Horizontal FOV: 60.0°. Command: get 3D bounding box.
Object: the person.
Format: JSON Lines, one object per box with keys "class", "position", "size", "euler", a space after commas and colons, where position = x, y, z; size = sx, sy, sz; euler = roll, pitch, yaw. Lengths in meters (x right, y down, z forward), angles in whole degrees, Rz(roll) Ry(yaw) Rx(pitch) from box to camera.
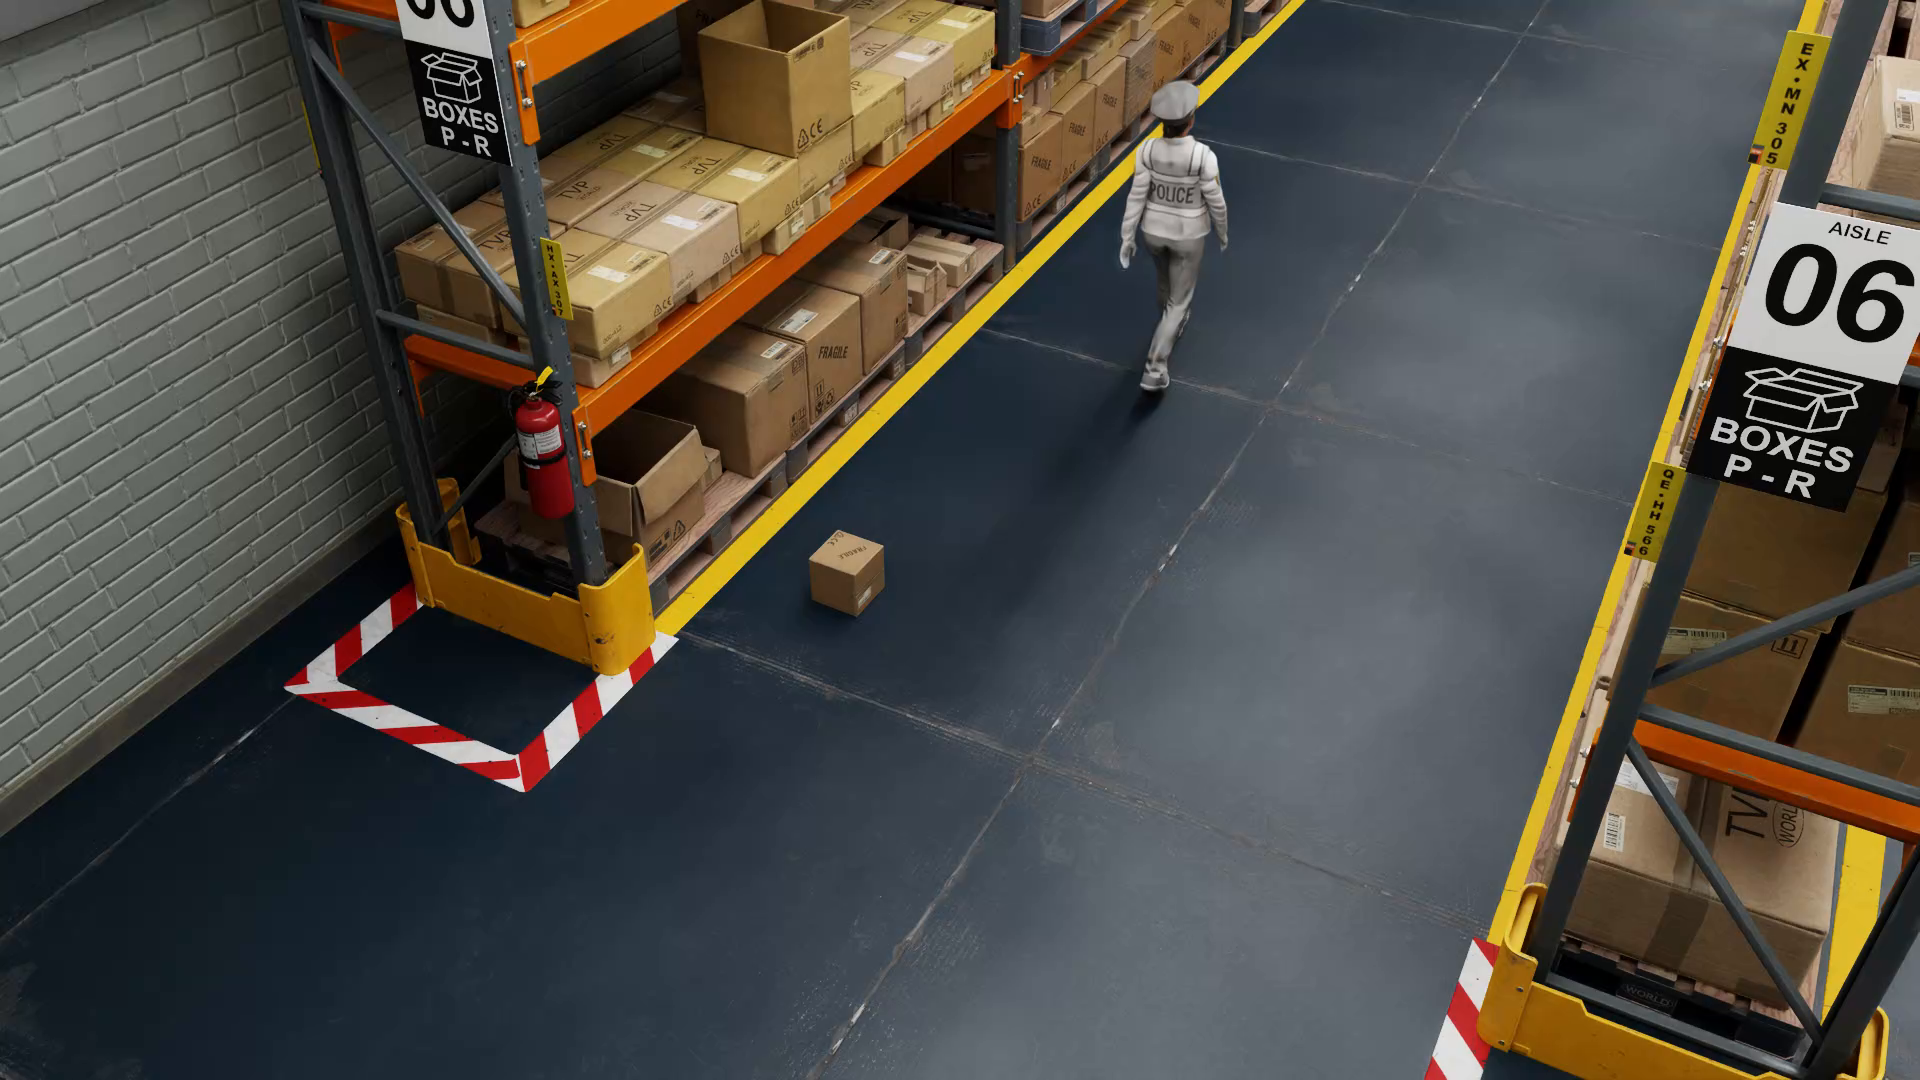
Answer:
{"class": "person", "position": [1.149, -1.648, 8.820], "size": [0.515, 1.637, 1.008], "euler": [19, 42, 22]}
